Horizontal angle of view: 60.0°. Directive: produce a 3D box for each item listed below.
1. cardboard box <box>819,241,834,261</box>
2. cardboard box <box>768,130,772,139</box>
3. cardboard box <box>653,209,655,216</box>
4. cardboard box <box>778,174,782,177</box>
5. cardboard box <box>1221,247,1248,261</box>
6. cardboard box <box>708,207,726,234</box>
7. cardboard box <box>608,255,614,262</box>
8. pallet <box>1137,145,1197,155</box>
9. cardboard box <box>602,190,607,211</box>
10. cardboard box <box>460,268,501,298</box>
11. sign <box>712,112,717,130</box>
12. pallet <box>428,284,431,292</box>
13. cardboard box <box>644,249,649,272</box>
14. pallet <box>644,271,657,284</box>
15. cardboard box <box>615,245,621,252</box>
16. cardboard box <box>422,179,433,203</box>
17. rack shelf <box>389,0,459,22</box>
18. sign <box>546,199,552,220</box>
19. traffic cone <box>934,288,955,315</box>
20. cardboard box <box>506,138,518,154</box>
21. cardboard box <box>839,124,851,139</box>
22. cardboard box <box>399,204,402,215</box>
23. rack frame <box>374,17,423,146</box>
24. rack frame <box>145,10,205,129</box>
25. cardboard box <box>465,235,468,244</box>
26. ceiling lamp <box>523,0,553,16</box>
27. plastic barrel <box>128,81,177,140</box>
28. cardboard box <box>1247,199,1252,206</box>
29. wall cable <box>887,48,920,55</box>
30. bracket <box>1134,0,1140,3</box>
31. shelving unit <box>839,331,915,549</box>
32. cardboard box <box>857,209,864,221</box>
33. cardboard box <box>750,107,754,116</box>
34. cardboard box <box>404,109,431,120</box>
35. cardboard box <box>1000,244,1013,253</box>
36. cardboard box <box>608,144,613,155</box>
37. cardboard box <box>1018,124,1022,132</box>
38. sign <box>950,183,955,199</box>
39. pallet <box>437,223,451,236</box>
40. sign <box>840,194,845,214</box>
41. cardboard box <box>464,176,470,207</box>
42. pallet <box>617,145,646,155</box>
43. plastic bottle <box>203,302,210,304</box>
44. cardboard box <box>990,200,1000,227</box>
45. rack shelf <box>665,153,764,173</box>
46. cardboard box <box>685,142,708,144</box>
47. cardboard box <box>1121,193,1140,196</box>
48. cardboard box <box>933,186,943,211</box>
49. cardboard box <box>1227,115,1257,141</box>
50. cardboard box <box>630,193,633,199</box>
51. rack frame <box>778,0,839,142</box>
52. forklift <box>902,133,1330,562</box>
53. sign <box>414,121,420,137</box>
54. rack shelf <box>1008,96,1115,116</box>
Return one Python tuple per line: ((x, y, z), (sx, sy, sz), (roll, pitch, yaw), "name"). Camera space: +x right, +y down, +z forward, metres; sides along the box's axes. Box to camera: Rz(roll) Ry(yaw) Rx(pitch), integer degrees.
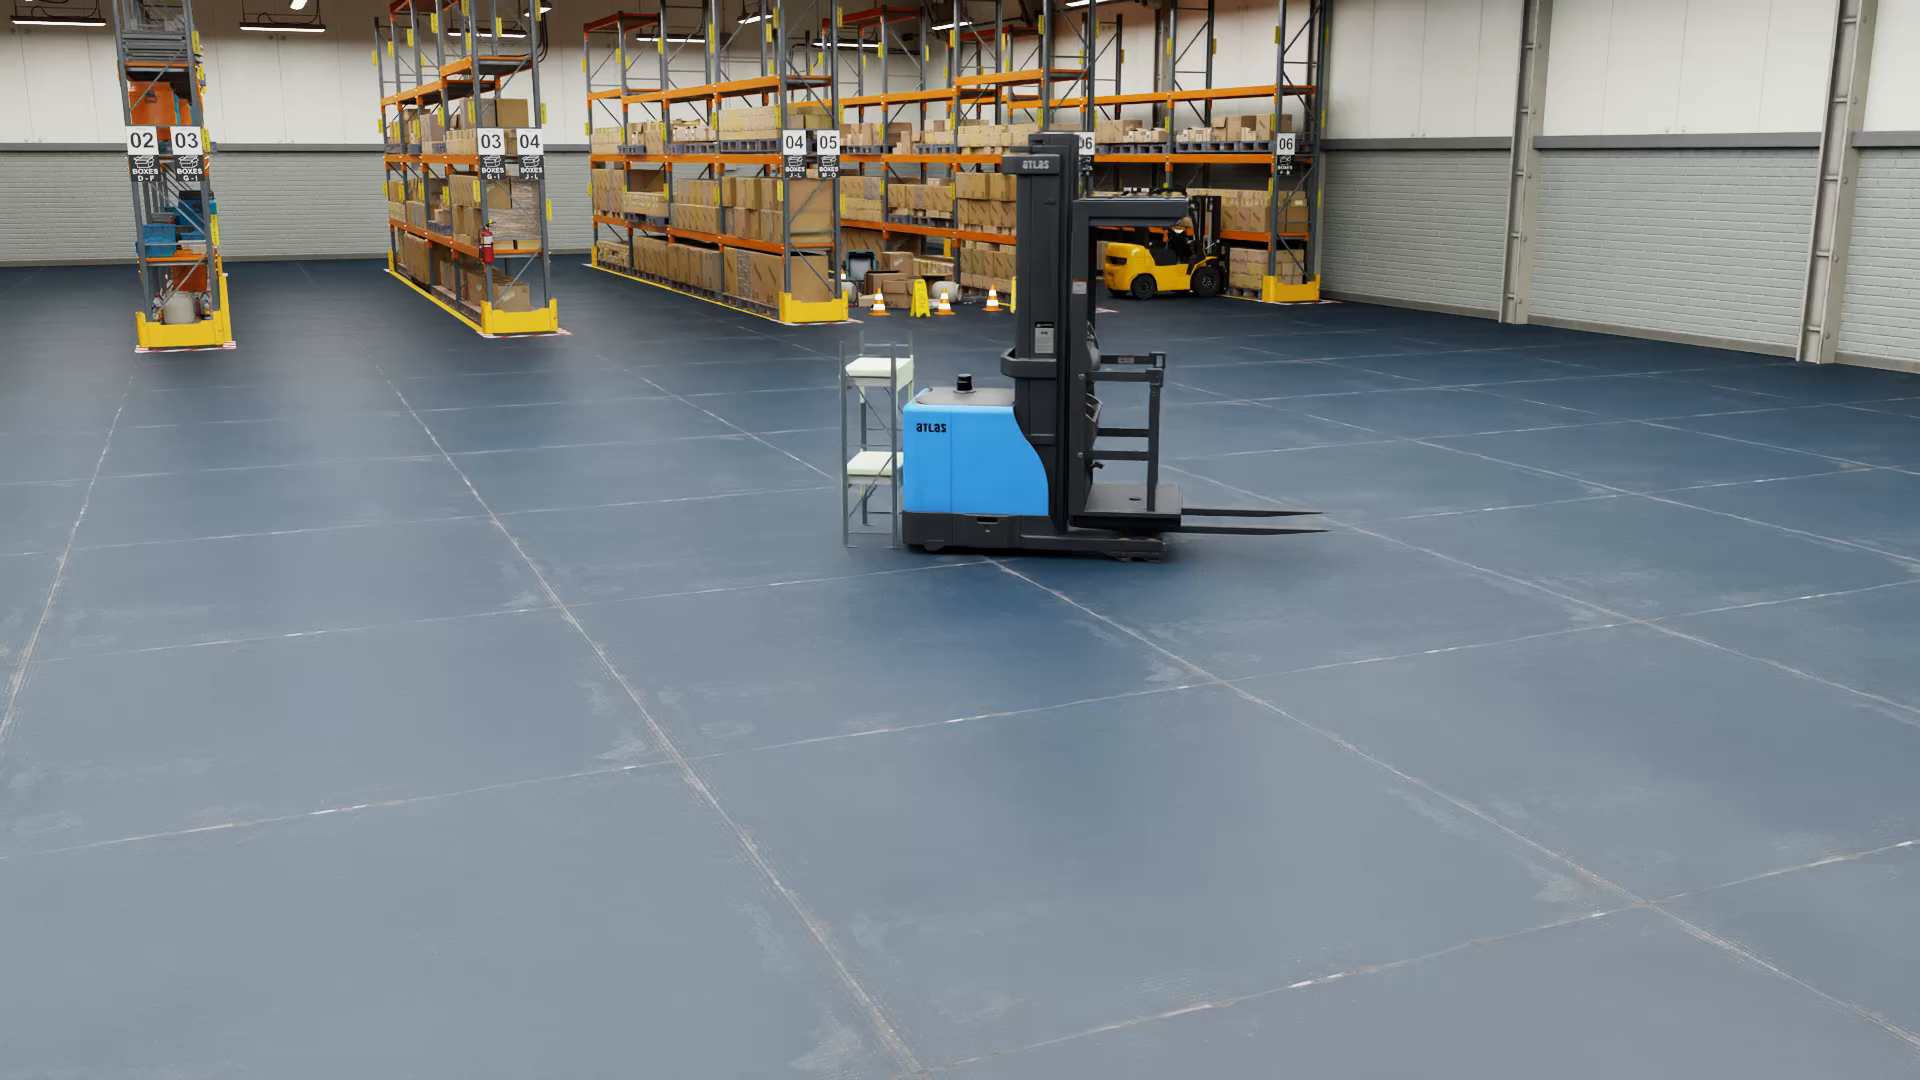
((-3.001, -7.314, 42.070), (0.875, 0.438, 0.875), (-6, 14, -24), "cardboard box")
((-3.080, -6.953, 28.513), (0.380, 0.149, 0.250), (-5, 14, -22), "cardboard box")
((-6.457, -7.118, 36.097), (0.380, 0.149, 0.250), (-6, 14, -23), "cardboard box")
((-4.519, -9.455, 44.133), (0.500, 0.500, 0.500), (-6, 14, -24), "cardboard box")
((5.614, -5.815, 33.794), (0.500, 0.250, 0.500), (-5, 14, -22), "cardboard box")
((-4.592, -6.230, 32.413), (0.500, 0.500, 0.500), (-6, 14, -23), "cardboard box")
((-8.531, -6.992, 41.317), (0.380, 0.149, 0.250), (-6, 14, -26), "cardboard box")
((4.538, -8.564, 36.490), (0.805, 0.209, 1.217), (-6, 14, -25), "pallet")
((-8.596, -8.442, 41.311), (0.500, 0.500, 0.500), (-5, 14, -22), "cardboard box")
((-8.950, -4.796, 31.006), (0.700, 0.500, 0.500), (-7, 15, -27), "cardboard box")
((-4.632, -7.913, 31.410), (0.100, 0.325, 0.005), (-6, 14, -23), "sign")
((-10.572, -5.308, 34.835), (1.003, 0.211, 1.213), (-6, 14, -23), "pallet")
((-6.854, -6.344, 37.741), (0.500, 0.500, 0.500), (-5, 14, -22), "cardboard box")
((-6.537, -5.978, 37.733), (1.003, 0.211, 1.213), (-6, 14, -23), "pallet")
((-8.194, -7.114, 40.527), (0.380, 0.149, 0.250), (-6, 14, -26), "cardboard box")
((-10.862, -7.321, 34.905), (0.797, 0.503, 0.637), (-5, 14, -22), "cardboard box")
((-11.127, -11.101, 34.603), (1.077, 0.370, 4.000), (-6, 14, -23), "rack shelf")
((-6.624, -5.315, 26.761), (0.100, 0.325, 0.005), (-6, 14, -23), "sign")
((-0.276, -4.305, 29.943), (0.336, 0.463, 0.334), (-6, 14, -23), "traffic cone")
((-7.077, -6.355, 26.856), (0.500, 0.250, 0.500), (-5, 14, -21), "cardboard box")
((-2.760, -9.725, 39.929), (0.500, 0.500, 0.500), (-6, 14, -24), "cardboard box")
((-12.555, -7.569, 38.094), (0.500, 0.250, 0.500), (-5, 14, -21), "cardboard box")
((-13.530, -11.072, 40.252), (1.000, 3.000, 0.127), (-6, 14, -23), "rack frame")
((-18.068, -10.625, 38.320), (1.000, 3.000, 0.127), (-6, 14, -23), "rack frame")
((-8.300, -5.168, 28.602), (0.380, 0.149, 0.250), (-6, 14, -23), "cardboard box")
((-9.069, -13.166, 36.354), (0.800, 3.185, 2.000), (-6, 14, -23), "ceiling lamp")
((-11.970, -6.361, 24.664), (0.600, 0.830, 0.708), (-6, 14, -23), "plastic barrel")
((5.933, -6.708, 33.042), (0.380, 0.149, 0.250), (-5, 14, -22), "cardboard box")
((-0.991, -16.408, 50.971), (2.988, 3.039, 0.133), (-6, 14, -23), "wall cable")
((4.158, -12.383, 37.933), (0.235, 0.232, 0.430), (-6, 14, -23), "bracket")
((-0.604, -0.756, 12.311), (0.431, 1.500, 0.755), (2, 13, 8), "shelving unit")
((-2.092, -7.609, 38.928), (0.500, 0.250, 0.500), (-6, 14, -24), "cardboard box")
((-3.491, -7.553, 29.337), (0.380, 0.149, 0.250), (-6, 14, -24), "cardboard box")
((-12.299, -9.647, 37.708), (0.500, 0.250, 0.500), (-7, 15, -27), "cardboard box")
((0.989, -5.604, 31.995), (0.380, 0.149, 0.250), (-5, 14, -21), "cardboard box")
((-8.180, -9.425, 40.119), (0.500, 0.250, 0.500), (-6, 14, -24), "cardboard box")
((1.312, -7.674, 31.013), (0.380, 0.149, 0.250), (-6, 14, -23), "cardboard box")
((-0.150, -7.079, 33.734), (0.100, 0.325, 0.005), (-6, 14, -23), "sign")
((-9.495, -5.998, 32.058), (1.003, 0.211, 1.213), (-6, 14, -23), "pallet")
((-2.025, -5.780, 28.596), (0.100, 0.325, 0.005), (-6, 14, -23), "sign")
((-7.971, -5.822, 27.775), (0.500, 0.500, 0.500), (-6, 14, -23), "cardboard box")
((-7.193, -8.983, 38.294), (1.213, 0.211, 1.003), (-6, 14, -23), "pallet")
((-12.277, -3.776, 27.107), (0.097, 0.271, 0.097), (0, 13, 0), "plastic bottle")
((0.910, -6.334, 32.202), (0.500, 0.500, 0.500), (-5, 14, -22), "cardboard box")
((-4.939, -7.621, 33.591), (1.077, 0.370, 4.000), (-6, 14, -23), "rack shelf")
((-5.725, -8.576, 35.897), (0.500, 0.500, 0.500), (-6, 14, -23), "cardboard box")
((3.847, -7.739, 37.494), (0.380, 0.149, 0.250), (-6, 14, -24), "cardboard box")
((-0.238, -7.141, 34.757), (0.500, 0.500, 0.500), (-6, 14, -23), "cardboard box")
((5.786, -8.241, 33.299), (0.700, 0.500, 0.500), (-6, 14, -23), "cardboard box")
((-7.291, -7.837, 37.886), (0.380, 0.149, 0.250), (-6, 14, -24), "cardboard box")
((-2.536, -8.194, 27.815), (1.000, 3.000, 0.127), (-6, 14, -23), "rack frame")
((1.140, -1.398, 11.910), (3.031, 2.935, 1.130), (2, 13, 8), "forklift")
((-10.837, -8.200, 33.173), (0.100, 0.325, 0.005), (-6, 14, -23), "sign")
((2.500, -10.631, 40.831), (1.077, 0.370, 4.000), (-6, 14, -23), "rack shelf")
